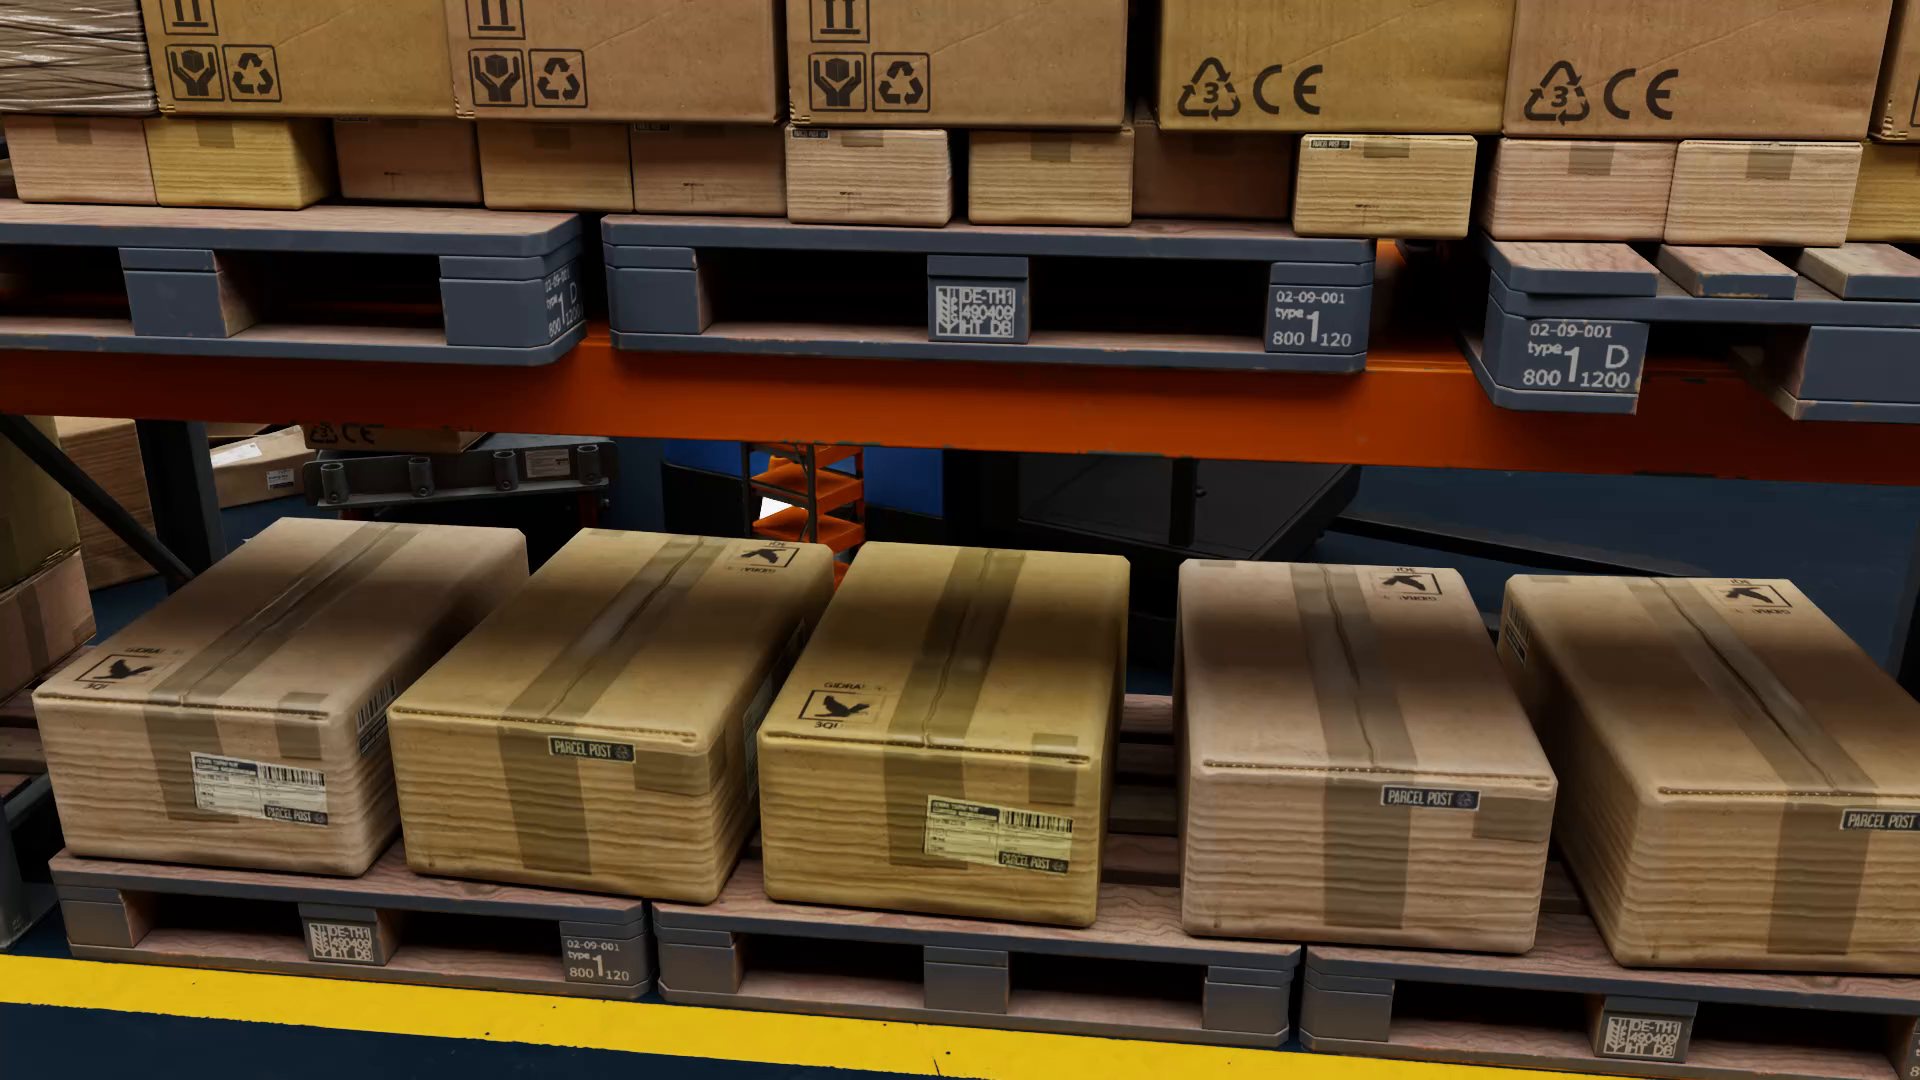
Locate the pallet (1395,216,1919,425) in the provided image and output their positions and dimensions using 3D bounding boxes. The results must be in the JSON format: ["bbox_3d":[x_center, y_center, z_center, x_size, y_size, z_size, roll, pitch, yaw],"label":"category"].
[{"bbox_3d":[1.334,-0.479,2.833,1.003,0.211,1.213,2,22,6],"label":"pallet"}]

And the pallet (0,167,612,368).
[{"bbox_3d":[-1.176,-0.574,3.073,1.213,0.211,1.003,2,22,6],"label":"pallet"}]

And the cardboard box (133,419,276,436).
[{"bbox_3d":[-2.918,-0.636,6.179,0.503,0.637,0.797,2,22,6],"label":"cardboard box"}]

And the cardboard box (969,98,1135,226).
[{"bbox_3d":[0.153,-0.621,2.702,0.250,0.149,0.380,2,22,5],"label":"cardboard box"}]

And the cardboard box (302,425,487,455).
[{"bbox_3d":[-1.738,-0.590,5.223,0.500,0.500,0.500,2,22,6],"label":"cardboard box"}]

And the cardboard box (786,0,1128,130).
[{"bbox_3d":[0.012,-0.939,2.622,0.500,0.500,0.500,2,22,4],"label":"cardboard box"}]

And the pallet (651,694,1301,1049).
[{"bbox_3d":[0.071,0.632,3.553,1.213,0.211,1.003,2,22,6],"label":"pallet"}]

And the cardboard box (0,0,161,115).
[{"bbox_3d":[-1.486,-1.005,2.789,0.500,0.500,0.500,3,22,8],"label":"cardboard box"}]

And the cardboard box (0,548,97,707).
[{"bbox_3d":[-2.472,0.210,3.998,0.500,0.250,0.500,2,22,4],"label":"cardboard box"}]

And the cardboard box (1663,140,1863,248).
[{"bbox_3d":[1.171,-0.563,2.554,0.250,0.149,0.380,2,22,6],"label":"cardboard box"}]

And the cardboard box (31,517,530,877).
[{"bbox_3d":[-1.396,0.299,3.607,0.625,0.372,0.950,3,22,7],"label":"cardboard box"}]

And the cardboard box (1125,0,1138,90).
[{"bbox_3d":[0.093,-1.126,3.095,0.500,0.500,0.500,2,22,4],"label":"cardboard box"}]

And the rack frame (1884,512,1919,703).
[{"bbox_3d":[2.055,-0.576,2.818,0.127,3.000,1.000,2,22,6],"label":"rack frame"}]

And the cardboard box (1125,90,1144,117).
[{"bbox_3d":[0.406,-0.789,3.127,0.250,0.149,0.380,3,22,8],"label":"cardboard box"}]

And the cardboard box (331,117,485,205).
[{"bbox_3d":[-0.869,-0.690,2.877,0.250,0.149,0.380,4,22,10],"label":"cardboard box"}]

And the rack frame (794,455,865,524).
[{"bbox_3d":[-0.340,-0.177,4.256,0.240,1.200,0.006,15,26,34],"label":"rack frame"}]

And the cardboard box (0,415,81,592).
[{"bbox_3d":[-2.472,-0.139,3.860,0.500,0.500,0.500,4,22,9],"label":"cardboard box"}]

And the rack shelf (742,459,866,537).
[{"bbox_3d":[-0.395,-0.109,4.204,0.258,0.103,0.180,15,26,34],"label":"rack shelf"}]

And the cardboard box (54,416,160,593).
[{"bbox_3d":[-2.822,-0.131,5.089,0.500,0.500,0.500,-19,28,-40],"label":"cardboard box"}]

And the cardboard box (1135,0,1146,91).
[{"bbox_3d":[0.589,-1.101,3.033,0.500,0.500,0.500,3,22,7],"label":"cardboard box"}]

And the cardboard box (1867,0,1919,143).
[{"bbox_3d":[1.570,-0.875,2.461,0.500,0.500,0.500,2,22,5],"label":"cardboard box"}]

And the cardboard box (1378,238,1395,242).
[{"bbox_3d":[1.943,-1.596,7.887,0.750,0.750,1.050,2,22,6],"label":"cardboard box"}]

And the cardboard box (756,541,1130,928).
[{"bbox_3d":[0.009,0.358,3.457,0.625,0.372,0.950,3,22,8],"label":"cardboard box"}]

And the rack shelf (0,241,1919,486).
[{"bbox_3d":[0.069,-0.328,3.169,4.000,0.370,1.077,2,22,6],"label":"rack shelf"}]

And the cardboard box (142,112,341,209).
[{"bbox_3d":[-1.159,-0.675,2.837,0.250,0.149,0.380,3,22,7],"label":"cardboard box"}]

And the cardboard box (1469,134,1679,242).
[{"bbox_3d":[0.922,-0.577,2.589,0.250,0.149,0.380,1,22,4],"label":"cardboard box"}]

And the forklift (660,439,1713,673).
[{"bbox_3d":[0.595,-1.223,4.546,3.031,2.935,1.130,11,24,27],"label":"forklift"}]

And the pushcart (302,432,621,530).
[{"bbox_3d":[-1.699,-0.365,5.849,0.936,0.377,1.648,-5,22,-12],"label":"pushcart"}]

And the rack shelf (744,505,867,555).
[{"bbox_3d":[-0.395,0.003,4.248,0.258,0.103,0.180,15,26,34],"label":"rack shelf"}]

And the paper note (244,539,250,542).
[{"bbox_3d":[-2.243,-0.015,5.435,0.142,0.019,0.148,2,22,6],"label":"paper note"}]

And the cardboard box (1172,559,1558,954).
[{"bbox_3d":[0.761,0.393,3.368,0.625,0.372,0.950,2,22,5],"label":"cardboard box"}]

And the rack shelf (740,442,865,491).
[{"bbox_3d":[-0.395,-0.221,4.160,0.258,0.103,0.180,15,26,34],"label":"rack shelf"}]

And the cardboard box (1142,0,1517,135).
[{"bbox_3d":[0.554,-0.915,2.561,0.500,0.500,0.500,1,22,3],"label":"cardboard box"}]

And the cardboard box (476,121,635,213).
[{"bbox_3d":[-0.618,-0.664,2.810,0.250,0.149,0.380,3,22,7],"label":"cardboard box"}]

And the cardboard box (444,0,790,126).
[{"bbox_3d":[-0.499,-0.957,2.668,0.500,0.500,0.500,2,22,6],"label":"cardboard box"}]

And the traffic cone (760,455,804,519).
[{"bbox_3d":[-0.521,-0.027,4.879,0.334,0.463,0.336,2,22,6],"label":"traffic cone"}]

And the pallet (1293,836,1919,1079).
[{"bbox_3d":[1.279,0.686,3.418,1.213,0.211,1.003,2,22,6],"label":"pallet"}]

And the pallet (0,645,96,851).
[{"bbox_3d":[-2.589,0.531,3.809,1.213,0.211,1.003,2,22,6],"label":"pallet"}]

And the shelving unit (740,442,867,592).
[{"bbox_3d":[-0.395,-0.150,4.188,0.258,1.200,0.189,15,26,34],"label":"shelving unit"}]

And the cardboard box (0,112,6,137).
[{"bbox_3d":[-2.322,-1.055,3.488,0.500,0.500,0.500,2,22,6],"label":"cardboard box"}]

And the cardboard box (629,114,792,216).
[{"bbox_3d":[-0.373,-0.653,2.781,0.250,0.149,0.380,3,22,7],"label":"cardboard box"}]

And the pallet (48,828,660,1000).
[{"bbox_3d":[-1.144,0.580,3.685,1.213,0.211,1.003,2,22,6],"label":"pallet"}]

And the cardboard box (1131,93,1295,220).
[{"bbox_3d":[0.412,-0.640,2.750,0.250,0.149,0.380,3,22,7],"label":"cardboard box"}]

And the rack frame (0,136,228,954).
[{"bbox_3d":[-1.918,-0.750,3.256,0.127,3.000,1.000,2,22,6],"label":"rack frame"}]

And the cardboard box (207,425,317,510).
[{"bbox_3d":[-2.474,-0.297,5.830,0.396,0.266,0.258,-14,25,-31],"label":"cardboard box"}]

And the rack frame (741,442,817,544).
[{"bbox_3d":[-0.449,-0.123,4.120,0.240,1.200,0.006,15,26,34],"label":"rack frame"}]

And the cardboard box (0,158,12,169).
[{"bbox_3d":[-2.193,-0.763,3.633,0.250,0.149,0.380,2,22,6],"label":"cardboard box"}]

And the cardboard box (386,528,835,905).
[{"bbox_3d":[-0.682,0.329,3.531,0.625,0.372,0.950,4,22,10],"label":"cardboard box"}]

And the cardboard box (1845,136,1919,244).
[{"bbox_3d":[1.427,-0.568,2.568,0.250,0.149,0.380,3,22,7],"label":"cardboard box"}]

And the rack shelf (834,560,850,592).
[{"bbox_3d":[-0.395,0.114,4.292,0.258,0.103,0.180,15,26,34],"label":"rack shelf"}]

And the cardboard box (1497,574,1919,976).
[{"bbox_3d":[1.495,0.422,3.295,0.625,0.372,0.950,1,22,3],"label":"cardboard box"}]

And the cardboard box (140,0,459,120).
[{"bbox_3d":[-0.988,-0.983,2.735,0.500,0.500,0.500,3,22,6],"label":"cardboard box"}]

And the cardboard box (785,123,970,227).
[{"bbox_3d":[-0.115,-0.622,2.704,0.250,0.149,0.380,3,22,8],"label":"cardboard box"}]

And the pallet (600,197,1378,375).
[{"bbox_3d":[0.084,-0.558,3.032,1.213,0.211,1.003,2,22,6],"label":"pallet"}]

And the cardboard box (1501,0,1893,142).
[{"bbox_3d":[1.056,-0.893,2.507,0.500,0.500,0.500,2,22,5],"label":"cardboard box"}]

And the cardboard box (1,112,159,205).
[{"bbox_3d":[-1.406,-0.689,2.873,0.250,0.149,0.380,3,22,7],"label":"cardboard box"}]

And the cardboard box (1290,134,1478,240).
[{"bbox_3d":[0.647,-0.584,2.606,0.250,0.149,0.380,3,22,7],"label":"cardboard box"}]
